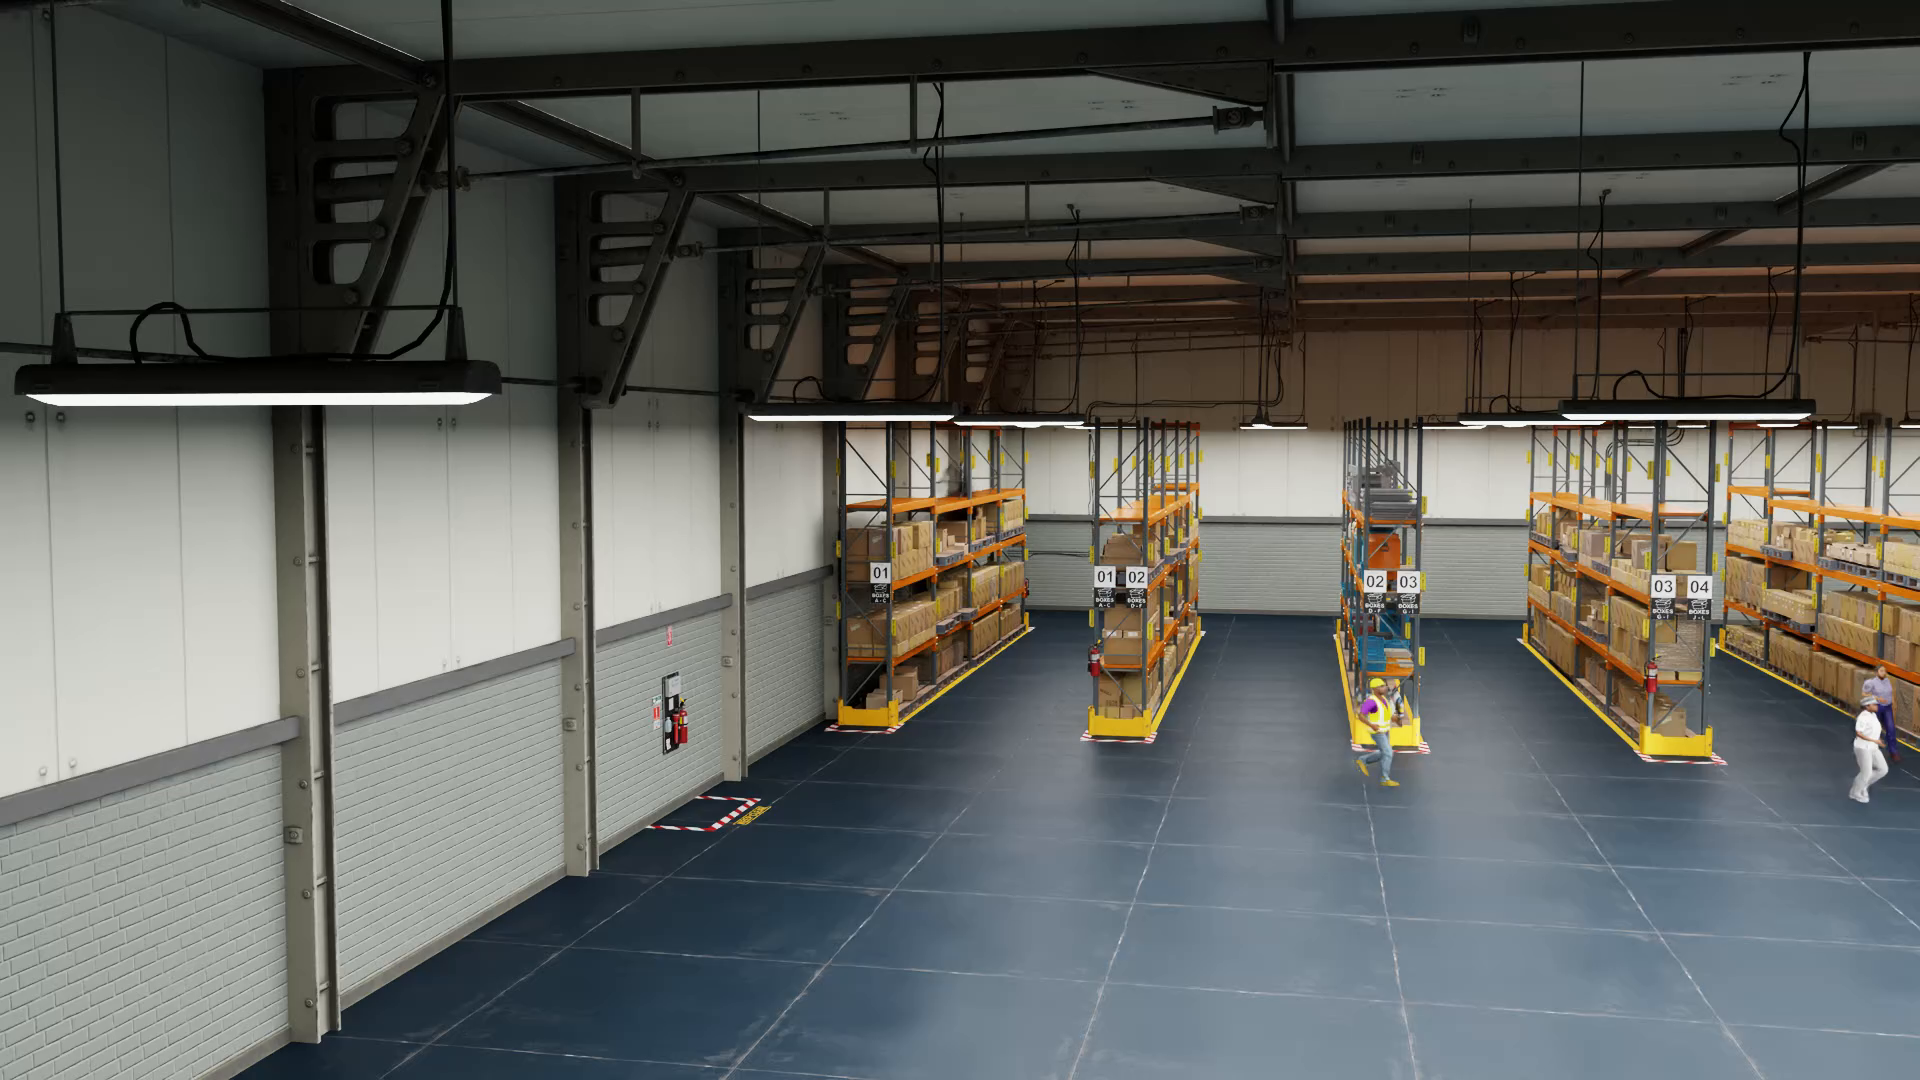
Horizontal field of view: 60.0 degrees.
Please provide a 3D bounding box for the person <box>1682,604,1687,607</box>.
[{"bbox_3d":[18.799,2.225,43.053,0.550,1.446,0.813,1,4,21],"label":"person"}]

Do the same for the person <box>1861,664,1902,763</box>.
[{"bbox_3d":[16.063,2.998,29.093,0.641,1.663,0.909,0,4,-4],"label":"person"}]

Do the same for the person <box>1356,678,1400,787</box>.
[{"bbox_3d":[6.772,3.107,26.991,0.795,1.732,0.711,3,5,39],"label":"person"}]

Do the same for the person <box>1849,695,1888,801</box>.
[{"bbox_3d":[14.062,3.218,25.687,0.589,1.664,0.573,-3,5,-35],"label":"person"}]
